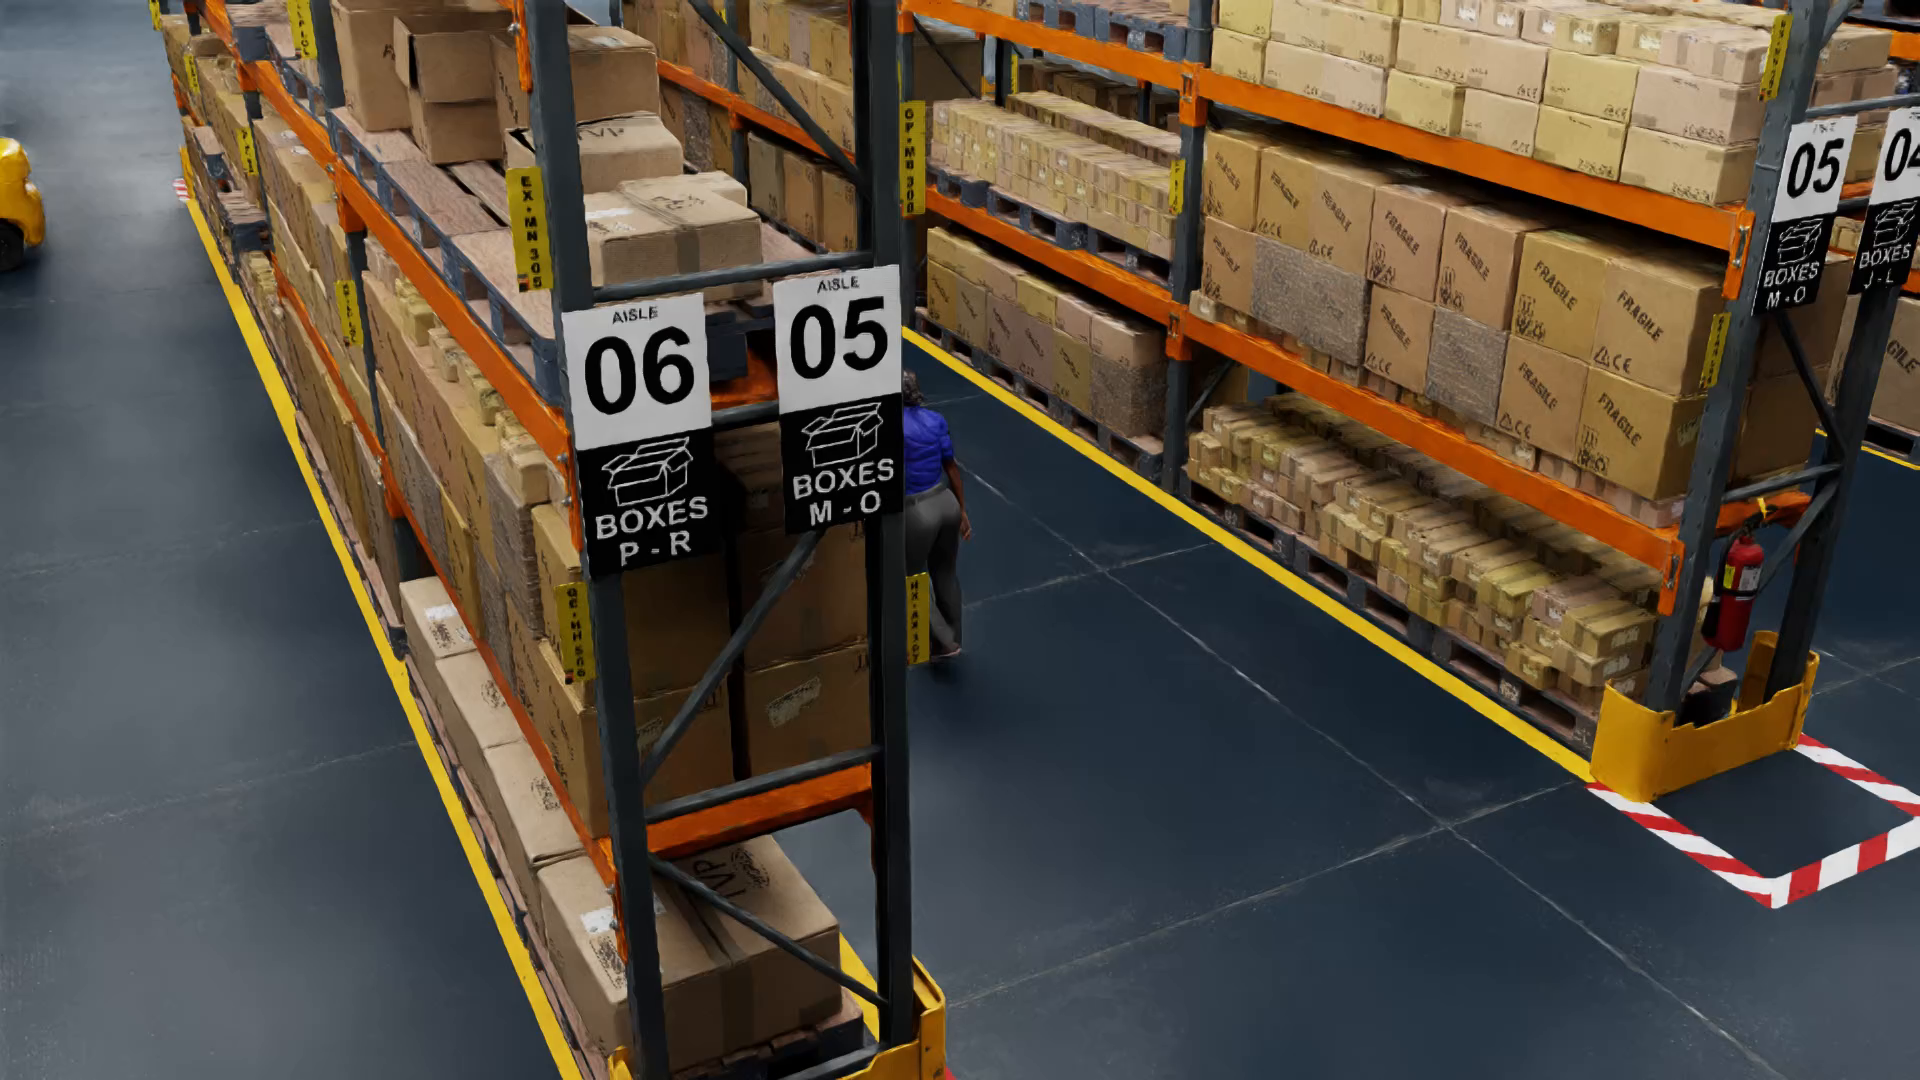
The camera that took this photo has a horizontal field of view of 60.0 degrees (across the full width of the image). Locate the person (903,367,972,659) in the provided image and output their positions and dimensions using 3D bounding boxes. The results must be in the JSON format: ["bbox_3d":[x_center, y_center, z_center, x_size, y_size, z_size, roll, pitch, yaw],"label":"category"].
[{"bbox_3d":[-0.168,-0.100,8.854,0.615,1.635,0.448,22,33,37],"label":"person"}]
